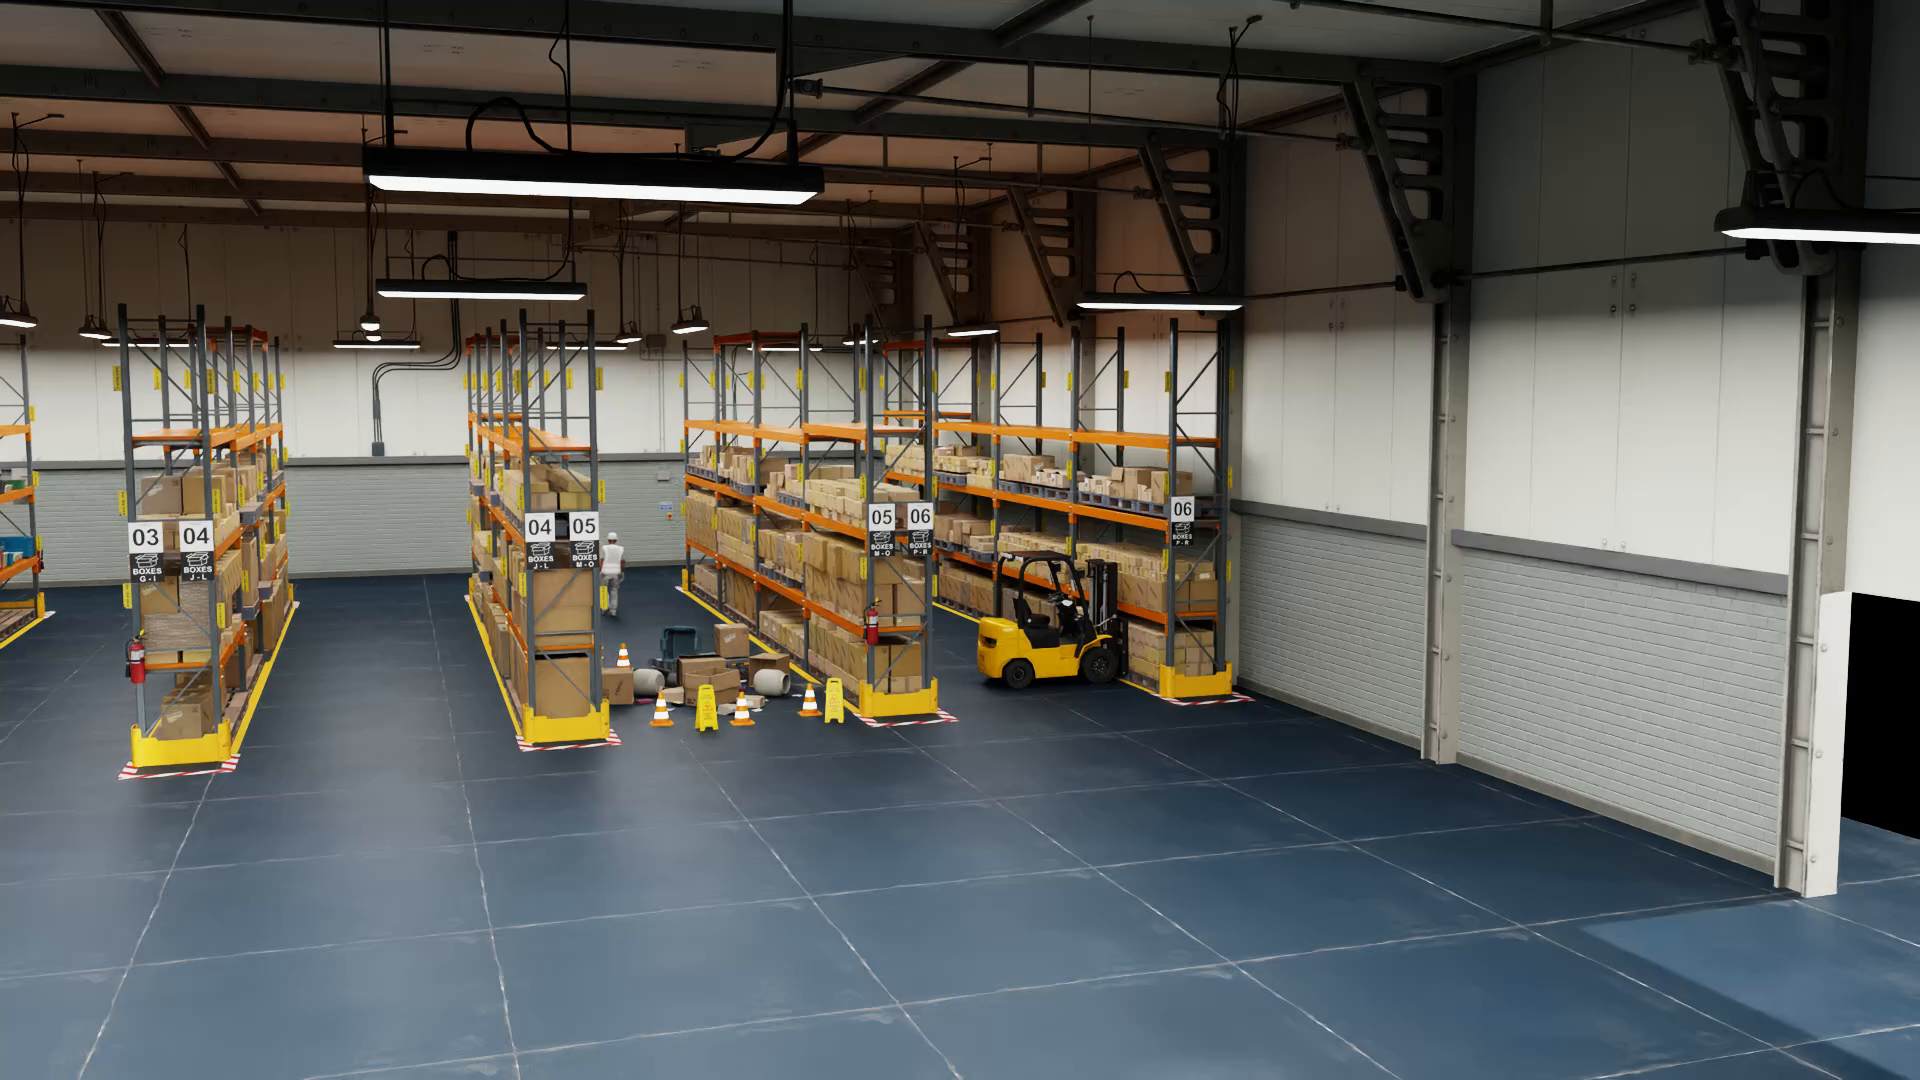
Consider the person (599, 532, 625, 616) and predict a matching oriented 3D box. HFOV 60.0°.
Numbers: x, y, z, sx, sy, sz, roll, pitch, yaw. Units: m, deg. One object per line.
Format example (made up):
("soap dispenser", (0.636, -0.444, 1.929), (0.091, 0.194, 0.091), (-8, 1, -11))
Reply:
("person", (-7.471, 0.725, 35.647), (0.605, 1.782, 0.457), (-2, 6, -22))
